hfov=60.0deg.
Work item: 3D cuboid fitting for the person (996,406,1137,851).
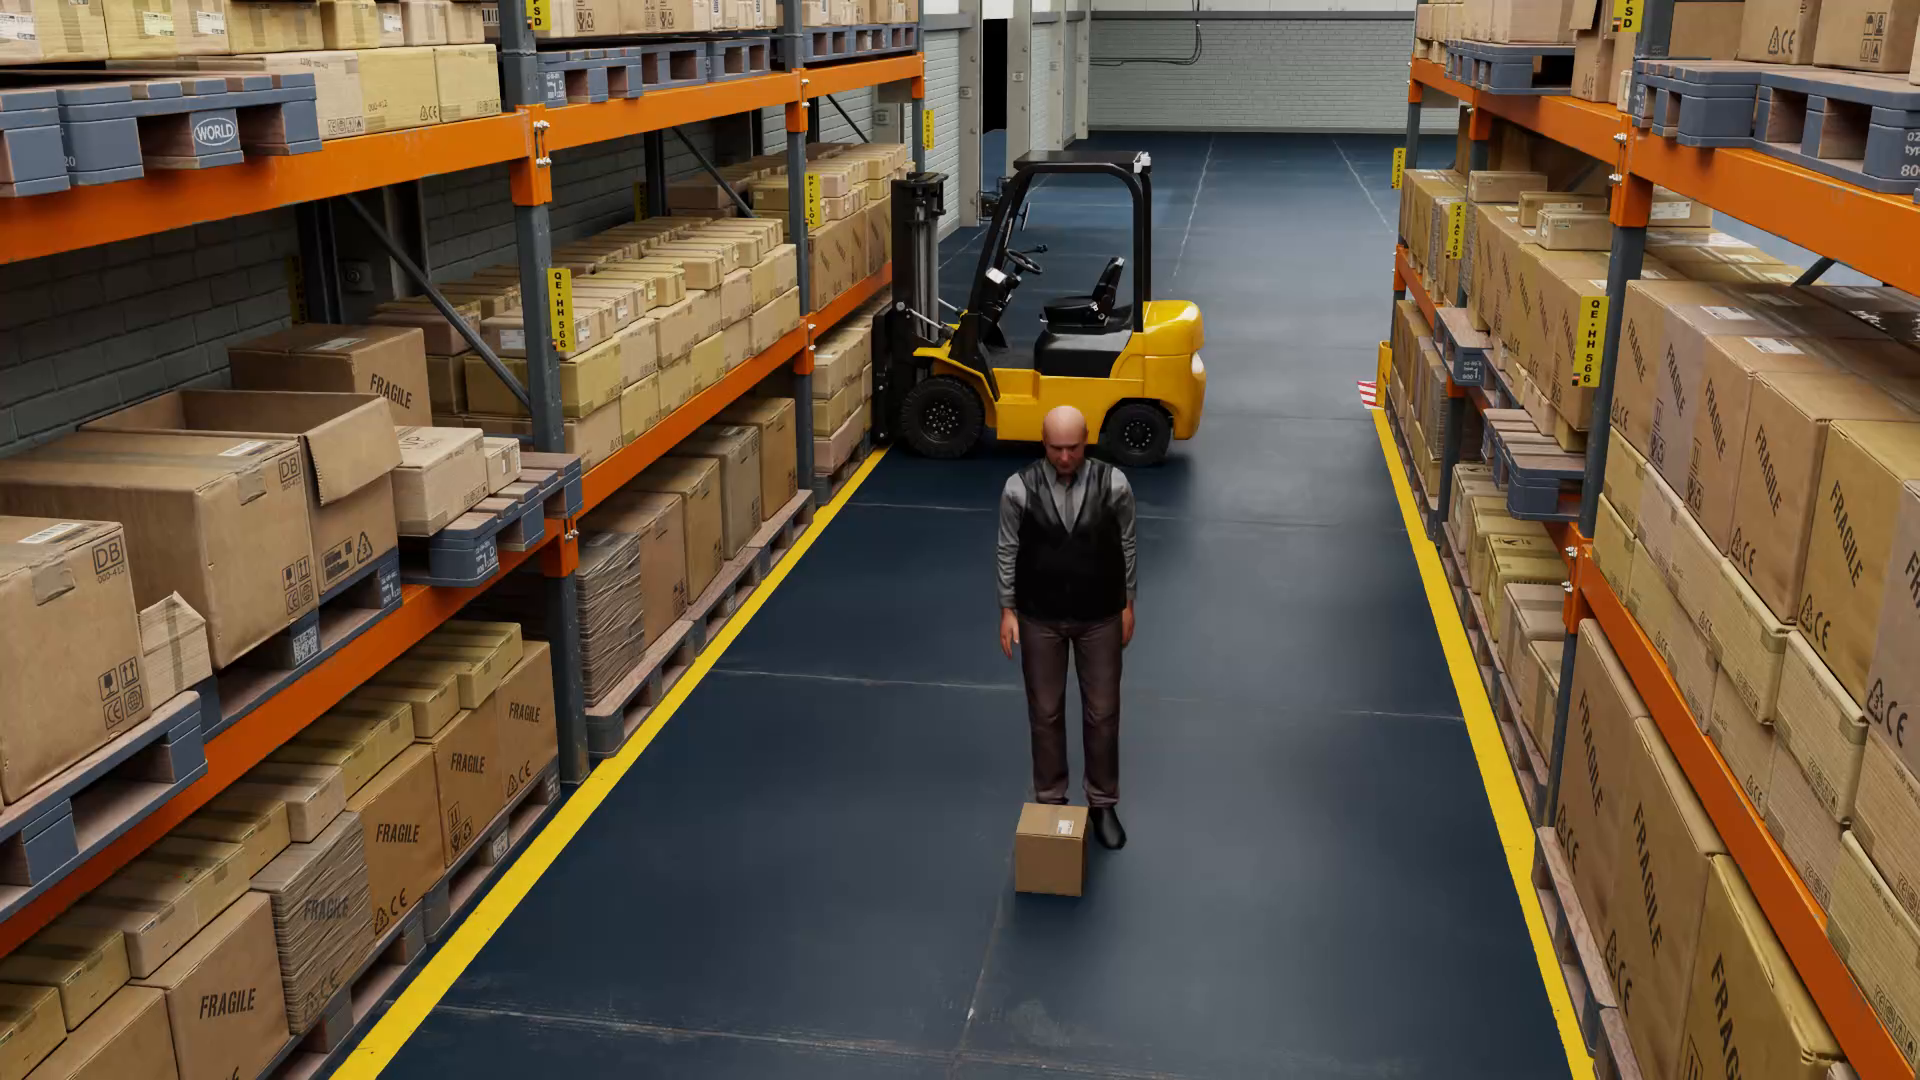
[{"bbox_3d":[0.414,0.340,6.519,0.557,1.752,0.446,1,18,3],"label":"person"}]
